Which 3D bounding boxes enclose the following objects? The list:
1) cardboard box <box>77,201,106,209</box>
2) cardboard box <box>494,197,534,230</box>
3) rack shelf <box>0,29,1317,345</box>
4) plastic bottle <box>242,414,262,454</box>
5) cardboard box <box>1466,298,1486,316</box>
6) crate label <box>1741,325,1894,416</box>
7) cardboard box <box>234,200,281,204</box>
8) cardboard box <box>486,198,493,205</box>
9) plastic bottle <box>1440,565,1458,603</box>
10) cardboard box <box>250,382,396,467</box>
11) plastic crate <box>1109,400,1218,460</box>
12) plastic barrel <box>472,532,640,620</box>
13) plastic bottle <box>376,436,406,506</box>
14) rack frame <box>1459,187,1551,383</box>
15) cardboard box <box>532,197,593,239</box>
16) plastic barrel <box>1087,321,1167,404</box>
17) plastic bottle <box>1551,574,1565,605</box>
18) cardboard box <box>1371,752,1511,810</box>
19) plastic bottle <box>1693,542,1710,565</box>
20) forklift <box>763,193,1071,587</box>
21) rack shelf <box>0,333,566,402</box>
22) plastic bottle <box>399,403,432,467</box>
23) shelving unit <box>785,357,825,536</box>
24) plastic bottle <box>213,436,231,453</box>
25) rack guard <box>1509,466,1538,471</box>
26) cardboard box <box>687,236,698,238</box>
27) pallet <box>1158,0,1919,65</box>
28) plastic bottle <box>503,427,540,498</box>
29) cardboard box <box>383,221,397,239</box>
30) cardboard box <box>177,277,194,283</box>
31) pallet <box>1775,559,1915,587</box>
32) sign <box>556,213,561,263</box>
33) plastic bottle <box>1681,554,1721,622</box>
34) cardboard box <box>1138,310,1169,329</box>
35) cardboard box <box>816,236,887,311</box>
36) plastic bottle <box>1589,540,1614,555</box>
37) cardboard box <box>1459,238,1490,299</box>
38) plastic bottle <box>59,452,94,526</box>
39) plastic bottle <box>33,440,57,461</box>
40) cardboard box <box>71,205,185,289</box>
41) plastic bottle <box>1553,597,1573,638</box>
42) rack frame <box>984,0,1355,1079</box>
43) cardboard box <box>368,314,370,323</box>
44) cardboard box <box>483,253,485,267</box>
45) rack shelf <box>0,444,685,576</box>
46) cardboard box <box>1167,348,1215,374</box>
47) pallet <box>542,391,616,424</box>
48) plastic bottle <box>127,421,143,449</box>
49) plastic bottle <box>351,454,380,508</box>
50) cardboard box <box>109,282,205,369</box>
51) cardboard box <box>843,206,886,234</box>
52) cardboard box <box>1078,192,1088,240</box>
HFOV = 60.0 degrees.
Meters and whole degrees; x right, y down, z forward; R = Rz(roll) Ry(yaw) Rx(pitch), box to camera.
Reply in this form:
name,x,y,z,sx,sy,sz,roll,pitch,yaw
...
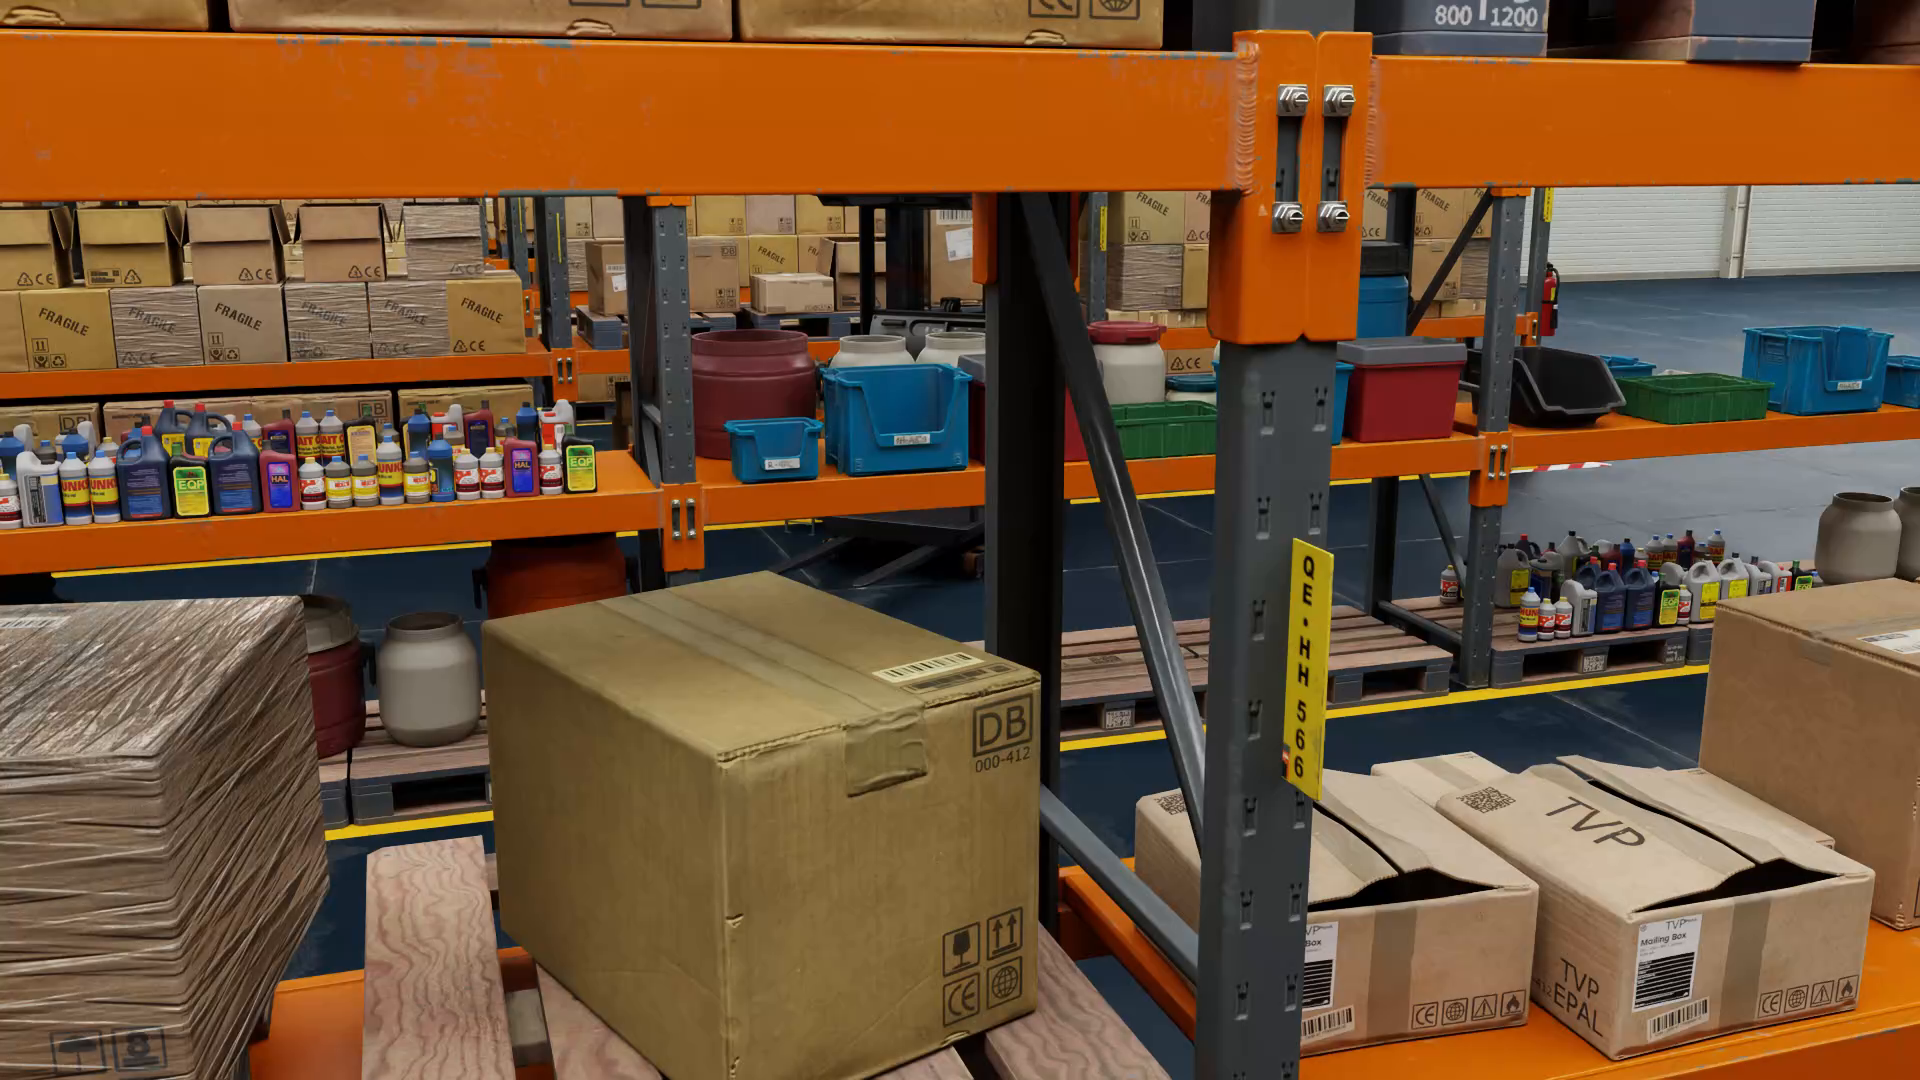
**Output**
name,x,y,z,sx,sy,sz,roll,pitch,yaw
cardboard box,-10.206,-3.919,19.259,0.500,0.500,0.500,-5,14,-19
cardboard box,-5.555,-4.154,20.860,0.500,0.500,0.500,-5,14,-20
rack shelf,-1.634,-0.390,1.871,4.000,0.370,1.077,-4,14,-18
plastic bottle,-3.041,-0.403,7.133,0.097,0.271,0.097,0,13,0
cardboard box,4.246,-1.984,14.046,0.250,0.149,0.380,-4,14,-18
crate label,4.609,-0.927,8.982,0.616,0.435,0.502,-4,14,-18
cardboard box,-8.388,-4.064,19.868,0.500,0.500,0.500,-5,14,-19
cardboard box,-7.246,-5.186,25.345,0.250,0.149,0.380,-4,14,-16
plastic bottle,2.721,0.242,9.238,0.097,0.201,0.097,0,13,0
cardboard box,-4.403,-0.661,11.624,0.875,0.875,1.225,-4,14,-18
plastic crate,0.916,-0.516,7.789,0.662,0.188,0.450,-4,14,-18
plastic barrel,-1.773,0.377,7.359,0.708,0.830,0.600,-4,14,-18
plastic bottle,-2.265,-0.278,6.608,0.097,0.271,0.097,0,13,0
rack frame,4.688,-2.191,14.373,0.127,3.000,1.000,-4,14,-18
cardboard box,-3.952,-3.262,16.498,0.500,0.500,0.700,-5,14,-18
plastic barrel,0.804,-0.799,8.227,0.433,0.535,0.433,0,13,0
plastic bottle,3.181,0.317,8.747,0.133,0.283,0.061,-4,14,-18
cardboard box,1.026,0.567,3.318,0.250,0.149,0.380,-4,14,-18
plastic bottle,4.351,0.115,9.772,0.097,0.201,0.097,0,13,0
forklift,-0.257,-1.293,10.746,1.130,2.935,3.031,6,15,23
rack shelf,-4.790,-1.103,11.353,4.000,0.370,1.077,-4,14,-18
plastic bottle,-2.408,-0.463,7.358,0.133,0.283,0.061,-4,14,-18
shelving unit,-1.035,-0.677,11.897,0.258,1.200,0.503,6,15,24
plastic bottle,-2.867,-0.268,6.539,0.133,0.283,0.061,-4,14,-18
rack guard,4.616,-0.970,14.639,0.348,0.500,1.175,-4,14,-18
cardboard box,-2.910,-2.794,16.691,0.500,0.500,0.500,-4,14,-18
pallet,0.876,-0.865,2.723,1.003,0.211,1.213,-4,14,-15
plastic bottle,-1.781,-0.317,6.747,0.133,0.283,0.061,-4,14,-18
cardboard box,-5.620,-3.019,16.203,0.250,0.149,0.380,-5,14,-20
cardboard box,-5.365,-1.524,11.351,0.500,0.500,0.500,-5,14,-19
pallet,5.438,0.326,9.815,1.213,0.211,1.003,-4,14,-18
sign,-2.715,-2.043,11.246,0.005,0.325,0.100,-4,14,-18
plastic bottle,3.955,0.251,8.879,0.185,0.351,0.144,-5,14,-19
cardboard box,1.437,-1.739,13.016,0.250,0.149,0.380,-4,14,-18
cardboard box,-0.717,-2.002,12.448,0.637,0.503,0.797,-3,14,-12
plastic bottle,3.638,0.141,9.501,0.135,0.276,0.152,-4,14,-17
cardboard box,4.157,-2.350,14.182,0.500,0.500,0.875,-4,14,-18
plastic bottle,-3.330,-0.195,6.260,0.097,0.271,0.097,0,13,0
plastic bottle,-3.783,-0.311,6.899,0.097,0.201,0.097,0,13,0
cardboard box,-5.429,-1.939,10.930,0.637,0.503,0.797,-4,14,-17
plastic bottle,3.111,0.395,8.596,0.097,0.201,0.097,0,13,0
rack frame,0.262,0.573,2.752,0.053,2.616,0.949,-4,14,-18
cardboard box,-7.583,-2.847,20.815,0.875,0.875,0.875,-4,14,-17
cardboard box,-4.869,-2.789,16.523,0.250,0.149,0.380,-5,14,-19
rack shelf,-3.211,-0.017,6.787,4.000,0.370,1.077,-4,14,-18
cardboard box,2.580,-2.393,18.904,0.875,0.875,0.875,-4,14,-18
pallet,-3.610,-1.381,16.993,1.213,0.211,1.003,-4,14,-18
plastic bottle,-3.417,-0.359,6.948,0.097,0.271,0.097,0,13,0
plastic bottle,-2.358,-0.237,6.586,0.097,0.201,0.097,0,13,0
cardboard box,-5.219,-1.408,10.862,0.500,0.500,0.500,-5,14,-19
cardboard box,-1.058,-3.488,17.450,0.500,0.500,0.700,-5,14,-19
cardboard box,1.235,-2.669,13.363,0.500,0.500,0.500,-4,14,-18
